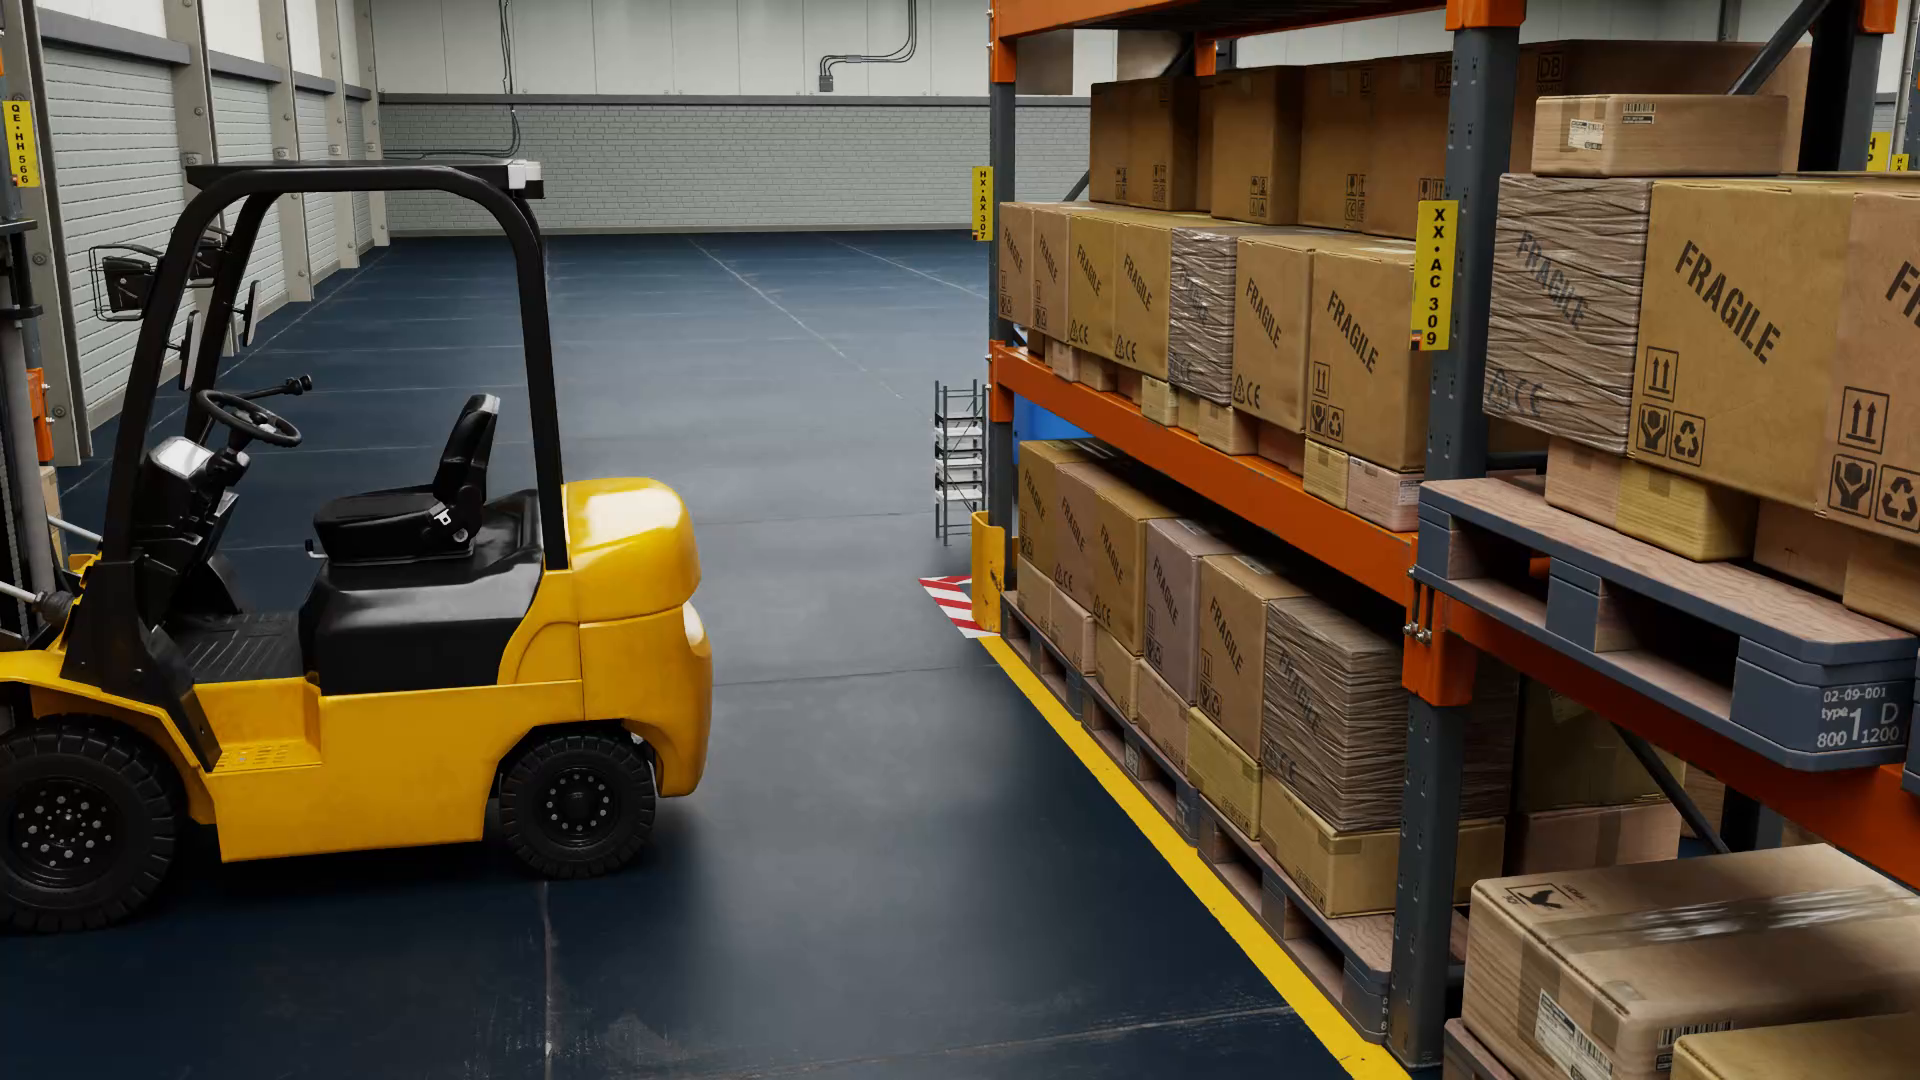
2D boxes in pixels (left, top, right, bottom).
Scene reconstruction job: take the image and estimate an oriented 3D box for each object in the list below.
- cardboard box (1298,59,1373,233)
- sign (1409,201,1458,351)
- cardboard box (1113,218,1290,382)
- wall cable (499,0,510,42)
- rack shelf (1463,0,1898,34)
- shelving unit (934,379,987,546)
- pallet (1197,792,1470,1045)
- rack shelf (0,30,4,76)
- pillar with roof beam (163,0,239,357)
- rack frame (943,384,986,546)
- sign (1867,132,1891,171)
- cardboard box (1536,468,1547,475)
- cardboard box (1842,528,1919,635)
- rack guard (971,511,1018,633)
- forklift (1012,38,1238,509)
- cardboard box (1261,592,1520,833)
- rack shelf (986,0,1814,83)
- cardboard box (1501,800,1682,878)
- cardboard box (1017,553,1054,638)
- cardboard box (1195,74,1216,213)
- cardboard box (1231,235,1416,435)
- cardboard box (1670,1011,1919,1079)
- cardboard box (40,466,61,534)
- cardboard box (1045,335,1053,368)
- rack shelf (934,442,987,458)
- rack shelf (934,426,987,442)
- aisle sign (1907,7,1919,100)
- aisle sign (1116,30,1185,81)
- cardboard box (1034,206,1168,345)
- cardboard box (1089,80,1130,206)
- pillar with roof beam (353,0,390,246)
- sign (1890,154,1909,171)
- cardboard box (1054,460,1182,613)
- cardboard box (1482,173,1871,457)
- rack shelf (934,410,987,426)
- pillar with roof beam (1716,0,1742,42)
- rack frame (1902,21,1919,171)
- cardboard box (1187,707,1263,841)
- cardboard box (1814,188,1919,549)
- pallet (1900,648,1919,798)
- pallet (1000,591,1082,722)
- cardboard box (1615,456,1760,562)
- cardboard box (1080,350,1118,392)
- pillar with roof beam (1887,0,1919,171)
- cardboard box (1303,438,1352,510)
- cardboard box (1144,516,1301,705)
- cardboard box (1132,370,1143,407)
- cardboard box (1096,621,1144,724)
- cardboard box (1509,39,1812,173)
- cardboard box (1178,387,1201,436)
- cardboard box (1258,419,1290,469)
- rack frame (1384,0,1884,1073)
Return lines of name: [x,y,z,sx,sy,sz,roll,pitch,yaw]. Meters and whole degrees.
cardboard box: [1.489,-1.221,5.160,0.700,0.500,0.500,-4,14,-14]
sign: [1.046,-0.581,3.660,0.100,0.325,0.005,-3,14,-13]
cardboard box: [0.847,-0.830,5.665,0.500,0.500,0.500,-4,14,-14]
wall cable: [-8.727,-12.311,36.757,3.097,2.526,0.112,-3,14,-13]
rack shelf: [2.041,-0.839,1.735,1.077,0.370,4.000,-3,14,-13]
shelving unit: [0.002,-0.435,9.313,0.258,0.900,0.210,-3,14,-13]
pallet: [1.379,1.009,4.851,1.003,0.211,1.213,-3,14,-13]
rack shelf: [-3.722,-1.484,4.376,1.077,0.370,4.000,-3,14,-13]
pillar with roof beam: [-3.538,-6.549,17.273,9.100,9.000,0.400,-3,14,-13]
rack frame: [0.026,-0.412,9.217,0.240,0.900,0.006,-3,14,-13]
sign: [2.110,-0.786,3.886,0.100,0.325,0.005,-3,14,-13]
cardboard box: [1.700,-0.216,4.521,0.380,0.149,0.250,-3,14,-12]
cardboard box: [1.605,0.052,2.539,0.380,0.149,0.250,-3,14,-12]
rack guard: [0.650,0.117,7.896,1.175,0.500,0.348,-3,14,-13]
forklift: [1.817,-1.640,9.963,3.031,2.935,1.130,-2,14,-8]
cardboard box: [1.172,0.454,4.579,0.500,0.500,0.500,-3,14,-14]
rack shelf: [1.102,-1.761,5.512,1.077,0.370,4.000,-3,14,-13]
cardboard box: [1.695,0.788,4.789,0.500,0.250,0.500,-4,14,-16]
cardboard box: [0.553,0.218,7.122,0.500,0.250,0.500,-3,14,-14]
cardboard box: [1.296,-1.459,6.135,0.700,0.500,0.500,-3,14,-14]
cardboard box: [1.098,-0.592,4.694,0.500,0.500,0.500,-3,14,-11]
cardboard box: [1.869,1.167,2.983,0.950,0.372,0.625,-2,14,-10]
cardboard box: [-3.781,-0.103,6.329,0.500,0.250,0.500,-3,14,-11]
cardboard box: [0.567,-0.780,6.828,0.380,0.149,0.250,-4,14,-15]
rack shelf: [0.002,-0.490,9.299,0.258,0.077,0.200,-3,14,-13]
rack shelf: [0.002,-0.578,9.278,0.258,0.077,0.200,-3,14,-13]
aisle sign: [5.112,-2.677,8.585,0.394,0.787,0.004,-3,14,-13]
aisle sign: [0.899,-2.408,7.487,0.394,0.787,0.004,-3,14,-13]
cardboard box: [0.598,-1.064,6.625,0.500,0.500,0.500,-3,14,-11]
cardboard box: [0.964,-1.688,7.072,0.700,0.500,0.500,-4,14,-15]
pillar with roof beam: [-7.766,-10.702,34.270,9.100,9.000,0.400,-3,14,-13]
sign: [4.879,-1.844,8.662,0.100,0.325,0.005,-3,14,-13]
cardboard box: [0.686,-0.020,6.518,0.500,0.500,0.500,-4,14,-15]
cardboard box: [1.403,-0.465,3.289,0.500,0.500,0.500,-3,14,-12]
rack shelf: [0.002,-0.665,9.256,0.258,0.077,0.200,-3,14,-13]
pillar with roof beam: [14.484,-11.978,39.492,9.100,9.000,0.400,-3,14,-13]
rack frame: [5.420,-1.414,8.895,1.000,3.000,0.127,-3,14,-13]
cardboard box: [1.037,0.696,5.168,0.500,0.250,0.500,-4,14,-15]
cardboard box: [1.624,-0.235,2.346,0.500,0.500,0.500,-3,14,-14]
pallet: [2.006,0.369,1.999,1.003,0.211,1.213,-3,14,-13]
pallet: [0.806,0.446,7.155,1.003,0.211,1.213,-3,14,-13]
cardboard box: [1.444,-0.071,3.042,0.380,0.149,0.250,-3,14,-12]
cardboard box: [0.676,-0.661,6.342,0.380,0.149,0.250,-3,14,-12]
pillar with roof beam: [15.893,-10.593,33.826,9.100,9.000,0.400,-3,14,-13]
cardboard box: [1.134,-0.185,4.391,0.380,0.149,0.250,-3,14,-12]
cardboard box: [0.930,0.219,5.540,0.500,0.500,0.500,-3,14,-10]
cardboard box: [0.829,-0.541,5.850,0.380,0.149,0.250,-4,14,-15]
cardboard box: [0.806,0.462,6.126,0.500,0.250,0.500,-2,14,-9]
cardboard box: [1.679,-0.985,4.193,0.700,0.500,0.500,-3,14,-14]
cardboard box: [0.927,-0.422,5.364,0.380,0.149,0.250,-4,14,-14]
cardboard box: [1.104,-0.307,4.894,0.380,0.149,0.250,-3,14,-14]
rack frame: [1.572,-0.192,3.894,1.000,3.000,0.127,-3,14,-13]
